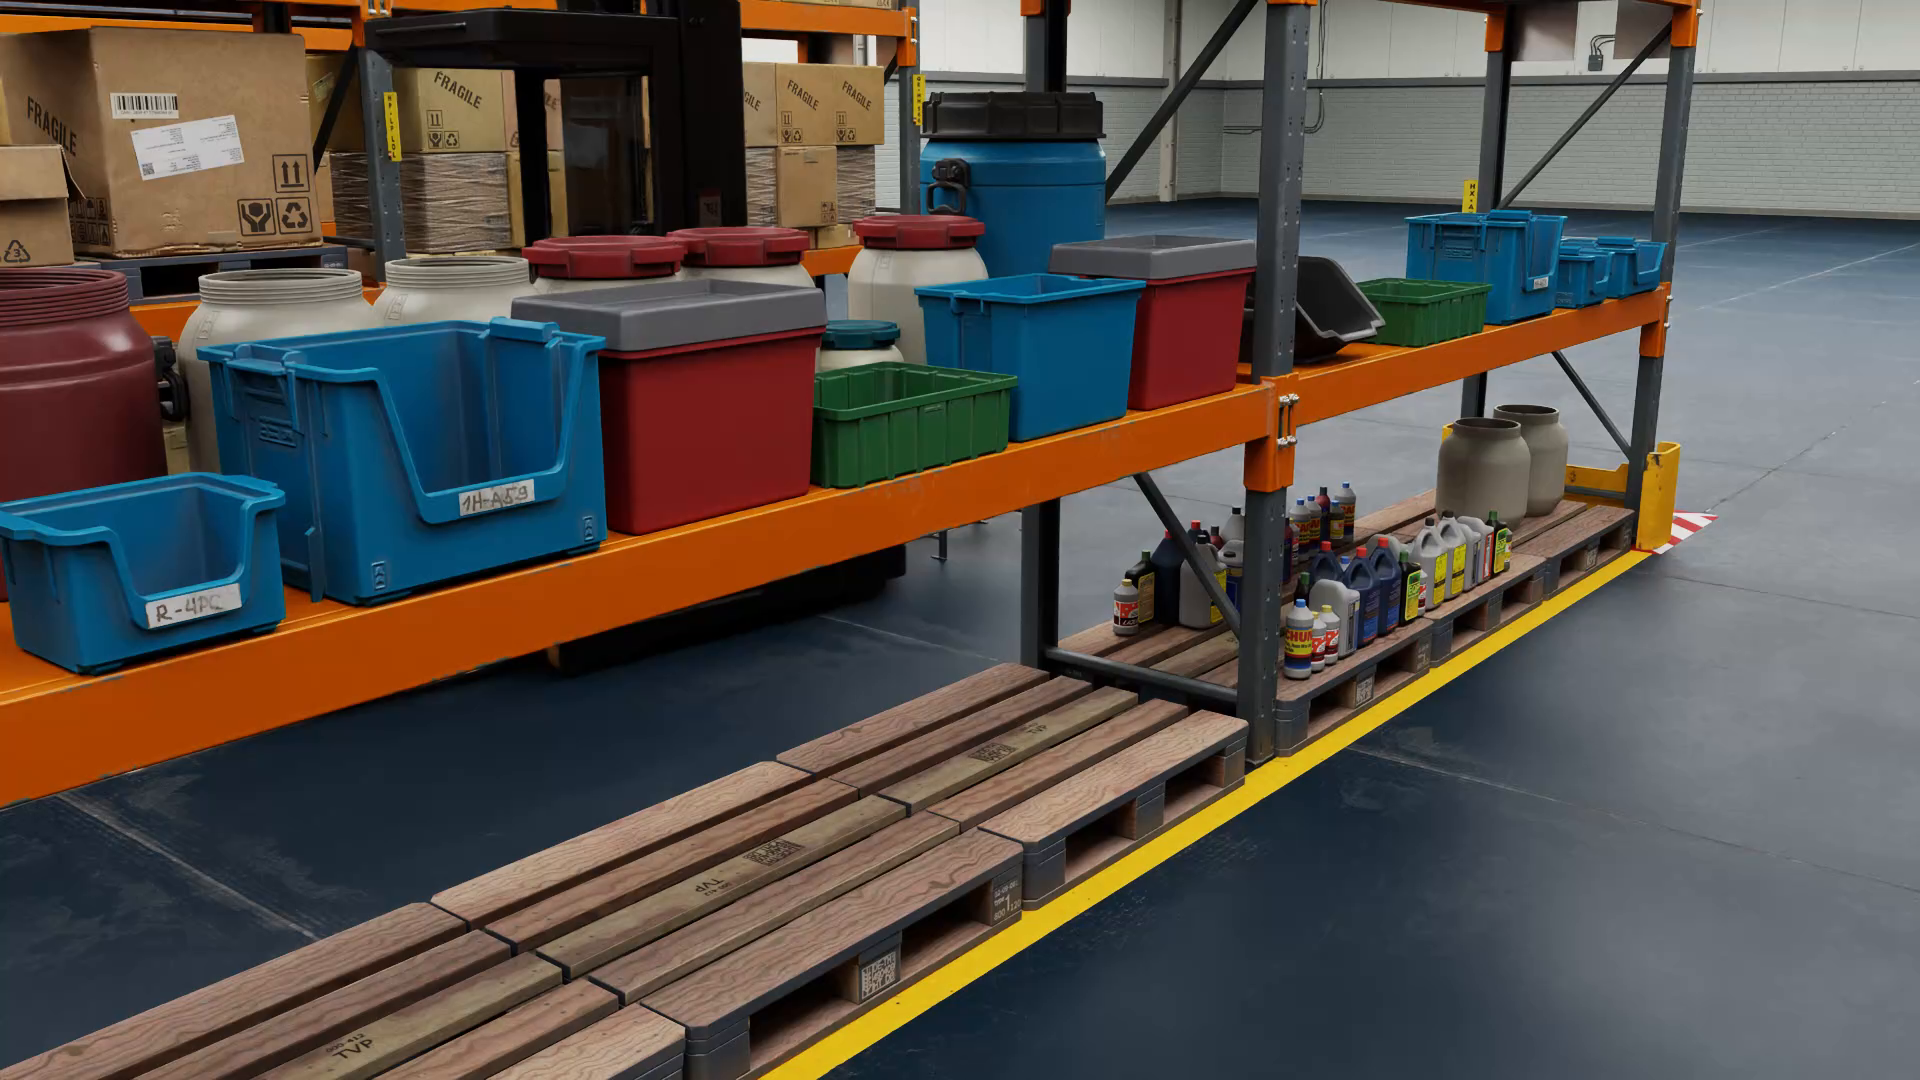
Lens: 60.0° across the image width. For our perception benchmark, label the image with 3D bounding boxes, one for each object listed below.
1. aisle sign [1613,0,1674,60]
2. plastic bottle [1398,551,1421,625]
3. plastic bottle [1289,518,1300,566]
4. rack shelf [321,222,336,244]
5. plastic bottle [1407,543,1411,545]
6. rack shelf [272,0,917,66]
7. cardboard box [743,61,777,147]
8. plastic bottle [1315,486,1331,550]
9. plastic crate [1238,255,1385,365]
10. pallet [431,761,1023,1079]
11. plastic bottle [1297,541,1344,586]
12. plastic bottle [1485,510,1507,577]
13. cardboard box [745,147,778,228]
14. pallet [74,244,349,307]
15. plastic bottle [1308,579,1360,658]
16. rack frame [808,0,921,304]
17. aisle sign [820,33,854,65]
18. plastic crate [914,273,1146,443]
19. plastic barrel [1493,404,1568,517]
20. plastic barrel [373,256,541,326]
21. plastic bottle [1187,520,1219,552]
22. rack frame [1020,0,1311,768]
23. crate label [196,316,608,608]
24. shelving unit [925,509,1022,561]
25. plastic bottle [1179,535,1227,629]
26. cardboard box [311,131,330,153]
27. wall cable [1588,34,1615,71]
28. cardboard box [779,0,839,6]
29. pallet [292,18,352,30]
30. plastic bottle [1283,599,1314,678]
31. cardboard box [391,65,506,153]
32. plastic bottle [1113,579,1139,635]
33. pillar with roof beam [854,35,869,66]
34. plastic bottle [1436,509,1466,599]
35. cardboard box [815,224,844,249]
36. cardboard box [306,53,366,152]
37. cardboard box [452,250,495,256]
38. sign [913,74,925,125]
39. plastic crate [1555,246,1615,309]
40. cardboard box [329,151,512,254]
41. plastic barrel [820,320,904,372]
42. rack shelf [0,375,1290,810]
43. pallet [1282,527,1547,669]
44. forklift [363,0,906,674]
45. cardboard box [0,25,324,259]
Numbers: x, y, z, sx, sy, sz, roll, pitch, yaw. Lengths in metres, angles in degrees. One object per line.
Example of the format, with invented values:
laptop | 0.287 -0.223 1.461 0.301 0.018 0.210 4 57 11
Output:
aisle sign | 3.438 -2.768 8.148 0.394 0.787 0.004 11 18 38
plastic bottle | 1.733 0.177 6.457 0.061 0.283 0.133 12 19 40
plastic bottle | 1.440 0.005 7.300 0.097 0.201 0.097 0 14 0
rack shelf | -5.742 -2.362 13.291 1.077 0.370 4.000 11 18 38
plastic bottle | 1.859 0.115 6.869 0.097 0.201 0.097 0 14 0
rack shelf | -1.947 -3.029 9.824 1.077 0.370 4.000 11 18 38
cardboard box | -1.470 -2.649 10.119 0.500 0.500 0.500 11 18 38
plastic bottle | 1.624 -0.098 7.539 0.061 0.283 0.133 12 18 38
plastic crate | 1.076 -0.825 5.905 0.767 0.338 0.504 11 18 38
pallet | -0.582 0.968 4.384 1.003 0.211 1.213 11 18 38
plastic bottle | 1.366 0.183 6.295 0.144 0.351 0.185 11 18 38
plastic bottle | 2.289 0.007 7.125 0.061 0.283 0.133 12 18 39
cardboard box | -1.626 -2.195 10.365 0.875 0.500 0.500 11 18 38
pallet | -3.798 -1.324 8.133 1.003 0.211 1.213 11 18 38
plastic bottle | 1.371 0.273 6.095 0.152 0.276 0.135 12 19 40
rack frame | -0.690 -2.307 11.612 1.000 3.000 0.127 11 18 38
aisle sign | -0.885 -3.625 11.522 0.394 0.787 0.004 11 18 38
plastic crate | 0.197 -0.507 4.561 0.392 0.384 0.575 11 18 38
plastic barrel | 2.808 -0.401 8.307 0.421 0.512 0.421 0 14 0
plastic barrel | -1.121 -0.373 3.774 0.421 0.512 0.421 0 14 0
plastic bottle | 0.949 0.091 6.658 0.144 0.351 0.185 10 17 35
rack frame | 0.648 -0.775 5.580 1.000 3.000 0.127 11 18 38
crate label | -1.031 -0.174 3.144 0.502 0.435 0.616 11 18 38
shelving unit | 0.004 -0.728 8.443 0.431 1.500 0.755 11 18 38
plastic bottle | 0.941 0.150 6.425 0.144 0.351 0.185 11 18 38
cardboard box | -5.480 -3.419 13.492 0.875 0.550 0.550 11 18 38
wall cable | 15.709 -13.803 37.773 2.305 6.003 0.169 11 18 38
cardboard box | -1.107 -3.461 10.365 0.500 0.250 0.500 11 18 38
pallet | -4.943 -4.361 13.786 1.003 0.211 1.213 11 18 38
plastic bottle | 1.189 0.341 5.835 0.097 0.271 0.097 0 14 0
cardboard box | -2.724 -2.265 8.609 0.500 0.500 0.500 11 18 38
plastic bottle | 0.634 0.251 6.334 0.097 0.201 0.097 0 14 0
pillar with roof beam | 1.261 -10.303 30.903 9.100 9.000 0.400 11 18 38
plastic bottle | 1.981 0.053 6.811 0.144 0.351 0.185 12 19 40
cardboard box | -0.984 -1.995 10.895 0.380 0.149 0.250 11 18 38
cardboard box | -3.136 -2.347 8.932 0.500 0.500 0.500 11 18 38
cardboard box | -2.668 -1.460 8.787 0.380 0.149 0.250 11 18 38
sign | -0.271 -2.932 11.078 0.100 0.325 0.005 11 18 38
plastic crate | 2.668 -1.203 7.568 0.499 0.251 0.408 11 18 38
cardboard box | -2.874 -1.810 8.850 0.875 0.500 0.500 11 18 38
plastic barrel | -0.303 -0.478 4.693 0.301 0.262 0.301 0 14 0
rack shelf | -0.609 -0.043 4.161 1.077 0.370 4.000 11 18 38
pallet | 1.869 0.220 7.328 1.003 0.211 1.213 11 18 38
forklift | -1.670 -1.036 6.749 3.031 2.935 1.130 -13 19 -41
cardboard box | -3.813 -1.905 7.958 1.000 1.000 1.000 11 18 38
